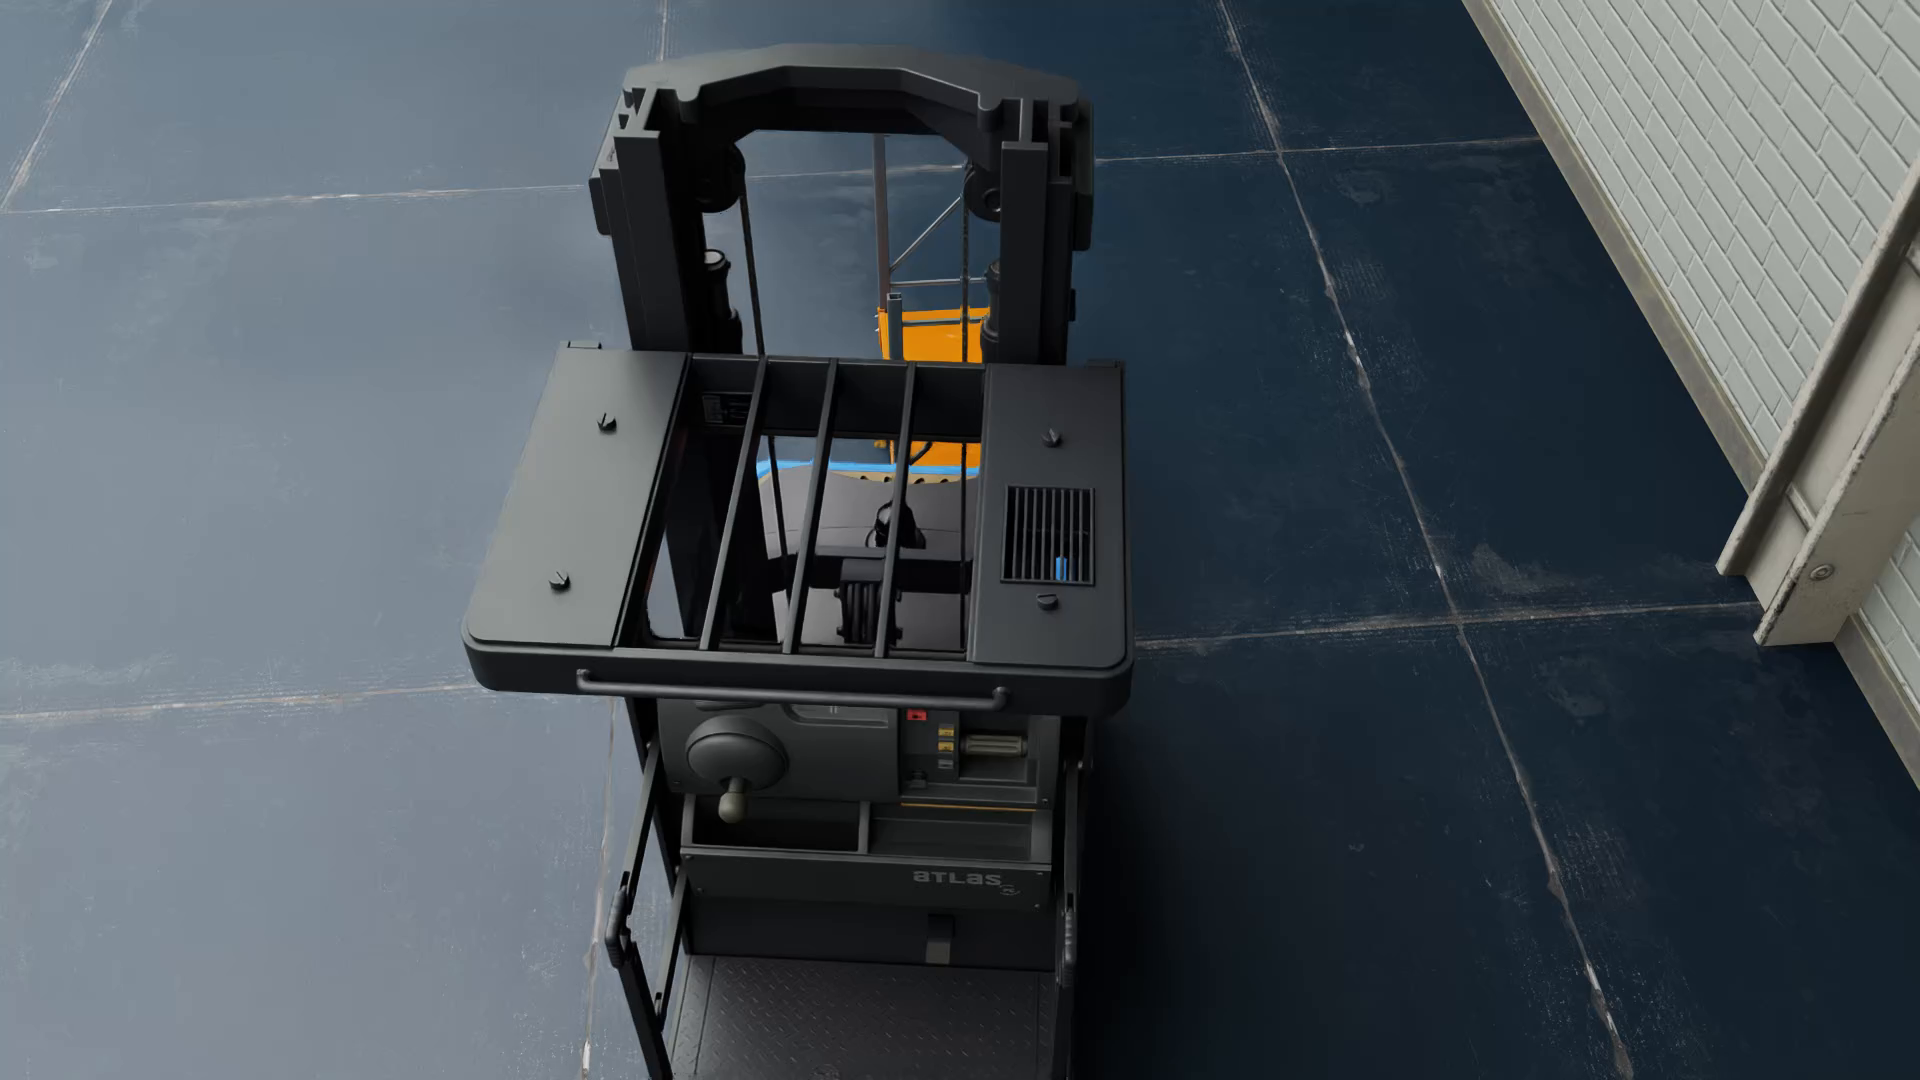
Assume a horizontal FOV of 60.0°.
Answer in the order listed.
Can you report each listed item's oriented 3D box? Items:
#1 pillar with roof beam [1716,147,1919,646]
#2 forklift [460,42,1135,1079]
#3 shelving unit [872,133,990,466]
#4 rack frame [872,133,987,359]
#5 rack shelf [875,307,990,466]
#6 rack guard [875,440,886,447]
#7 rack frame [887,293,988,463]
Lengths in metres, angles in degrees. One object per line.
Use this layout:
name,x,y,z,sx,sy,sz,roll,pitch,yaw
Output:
pillar with roof beam,-1.321,-2.610,2.524,9.100,9.000,0.400,-3,47,-3
forklift,-0.242,0.566,3.695,1.130,2.935,3.031,2,47,2
shelving unit,-0.006,-0.571,5.758,0.587,1.500,1.083,-3,47,-3
rack frame,-0.050,-0.945,6.112,0.500,1.500,0.032,-3,47,-3
rack shelf,-0.007,-0.454,5.895,0.538,0.185,1.000,-3,47,-3
rack guard,-0.048,-0.501,6.553,0.587,0.250,0.087,-3,47,-3
rack frame,0.035,-0.210,5.416,0.500,1.500,0.032,-3,47,-3
